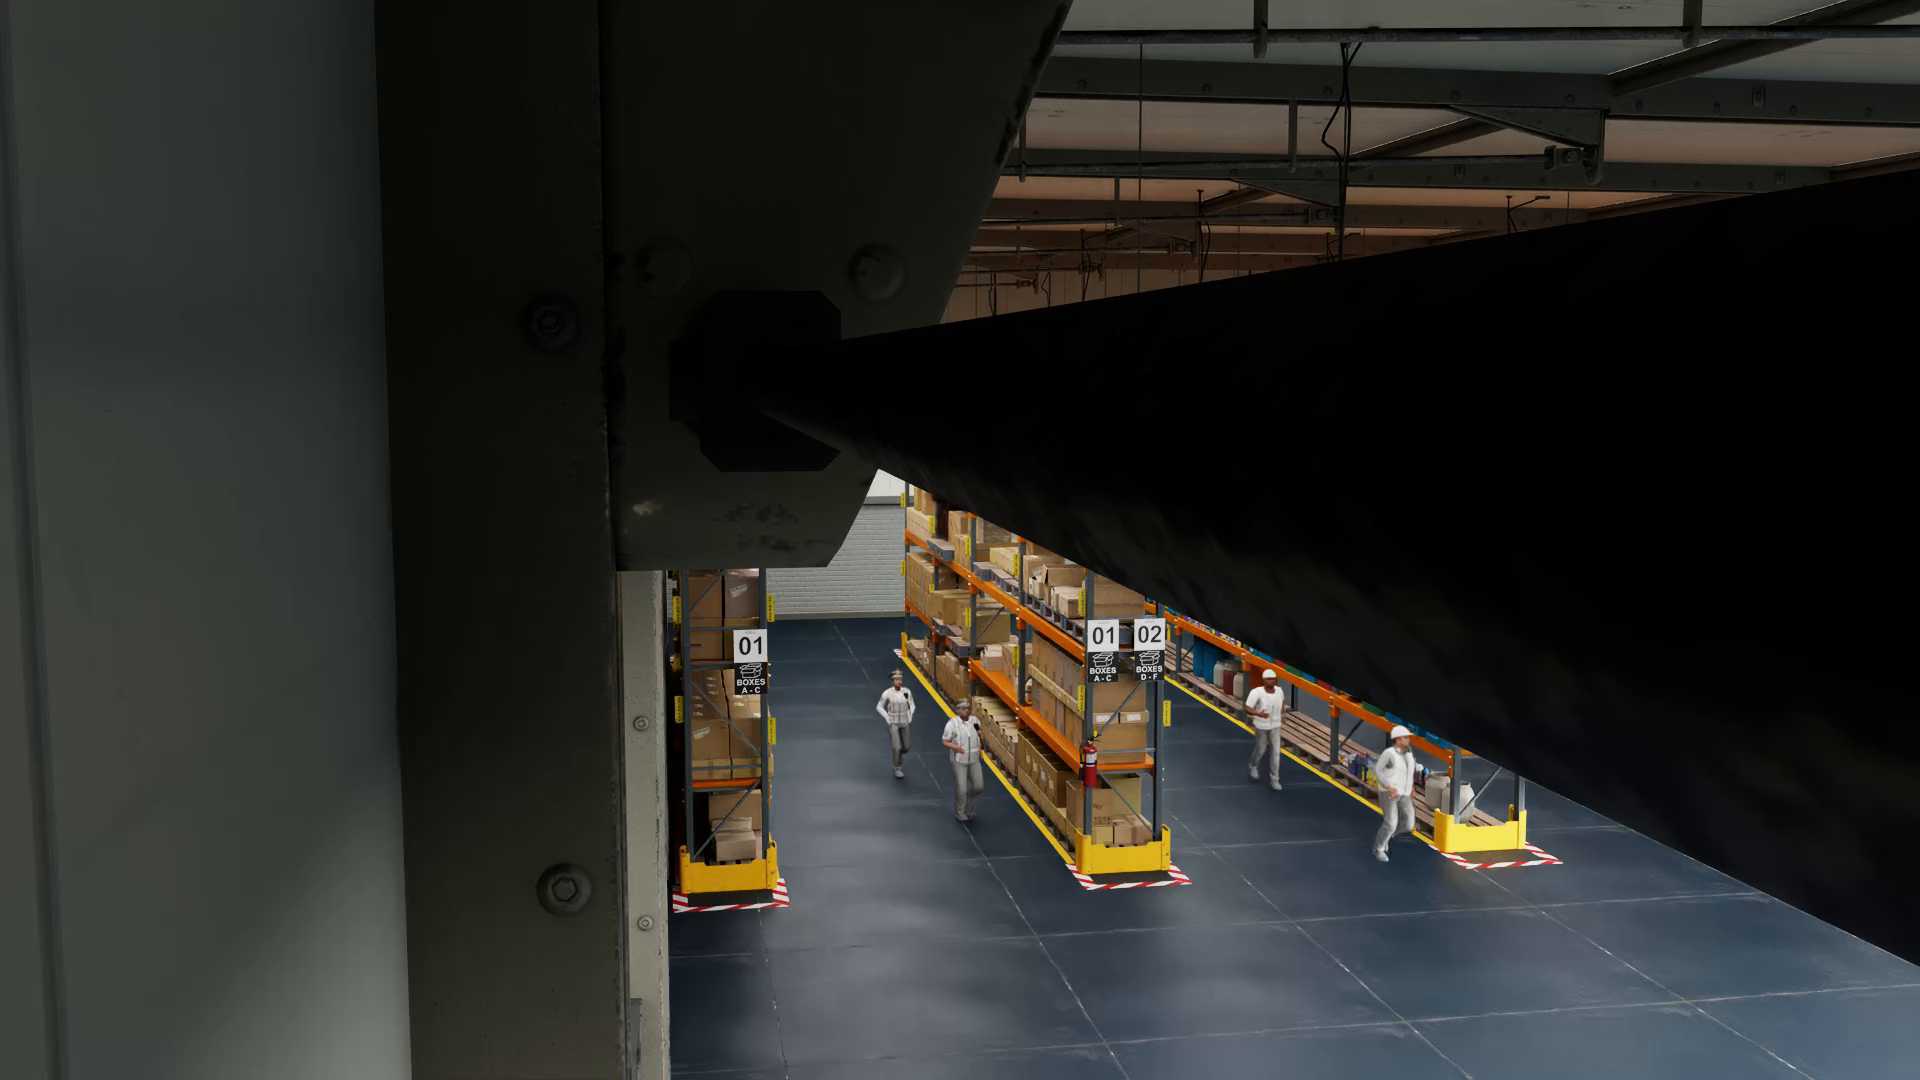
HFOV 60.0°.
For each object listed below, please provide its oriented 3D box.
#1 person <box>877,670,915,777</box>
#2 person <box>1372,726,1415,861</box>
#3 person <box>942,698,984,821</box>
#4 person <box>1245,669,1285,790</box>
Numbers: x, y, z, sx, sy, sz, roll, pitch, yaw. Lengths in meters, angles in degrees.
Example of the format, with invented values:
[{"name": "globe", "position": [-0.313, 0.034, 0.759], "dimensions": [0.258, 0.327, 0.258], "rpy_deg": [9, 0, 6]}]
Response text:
[{"name": "person", "position": [-0.983, 2.831, 25.846], "dimensions": [0.615, 1.647, 0.569], "rpy_deg": [-2, 6, -17]}, {"name": "person", "position": [5.667, 3.261, 21.497], "dimensions": [0.712, 1.719, 0.520], "rpy_deg": [-3, 7, -30]}, {"name": "person", "position": [0.102, 3.060, 23.136], "dimensions": [0.650, 1.744, 0.602], "rpy_deg": [-2, 6, -19]}, {"name": "person", "position": [4.641, 2.818, 25.104], "dimensions": [0.705, 1.758, 0.911], "rpy_deg": [-1, 6, -12]}]
